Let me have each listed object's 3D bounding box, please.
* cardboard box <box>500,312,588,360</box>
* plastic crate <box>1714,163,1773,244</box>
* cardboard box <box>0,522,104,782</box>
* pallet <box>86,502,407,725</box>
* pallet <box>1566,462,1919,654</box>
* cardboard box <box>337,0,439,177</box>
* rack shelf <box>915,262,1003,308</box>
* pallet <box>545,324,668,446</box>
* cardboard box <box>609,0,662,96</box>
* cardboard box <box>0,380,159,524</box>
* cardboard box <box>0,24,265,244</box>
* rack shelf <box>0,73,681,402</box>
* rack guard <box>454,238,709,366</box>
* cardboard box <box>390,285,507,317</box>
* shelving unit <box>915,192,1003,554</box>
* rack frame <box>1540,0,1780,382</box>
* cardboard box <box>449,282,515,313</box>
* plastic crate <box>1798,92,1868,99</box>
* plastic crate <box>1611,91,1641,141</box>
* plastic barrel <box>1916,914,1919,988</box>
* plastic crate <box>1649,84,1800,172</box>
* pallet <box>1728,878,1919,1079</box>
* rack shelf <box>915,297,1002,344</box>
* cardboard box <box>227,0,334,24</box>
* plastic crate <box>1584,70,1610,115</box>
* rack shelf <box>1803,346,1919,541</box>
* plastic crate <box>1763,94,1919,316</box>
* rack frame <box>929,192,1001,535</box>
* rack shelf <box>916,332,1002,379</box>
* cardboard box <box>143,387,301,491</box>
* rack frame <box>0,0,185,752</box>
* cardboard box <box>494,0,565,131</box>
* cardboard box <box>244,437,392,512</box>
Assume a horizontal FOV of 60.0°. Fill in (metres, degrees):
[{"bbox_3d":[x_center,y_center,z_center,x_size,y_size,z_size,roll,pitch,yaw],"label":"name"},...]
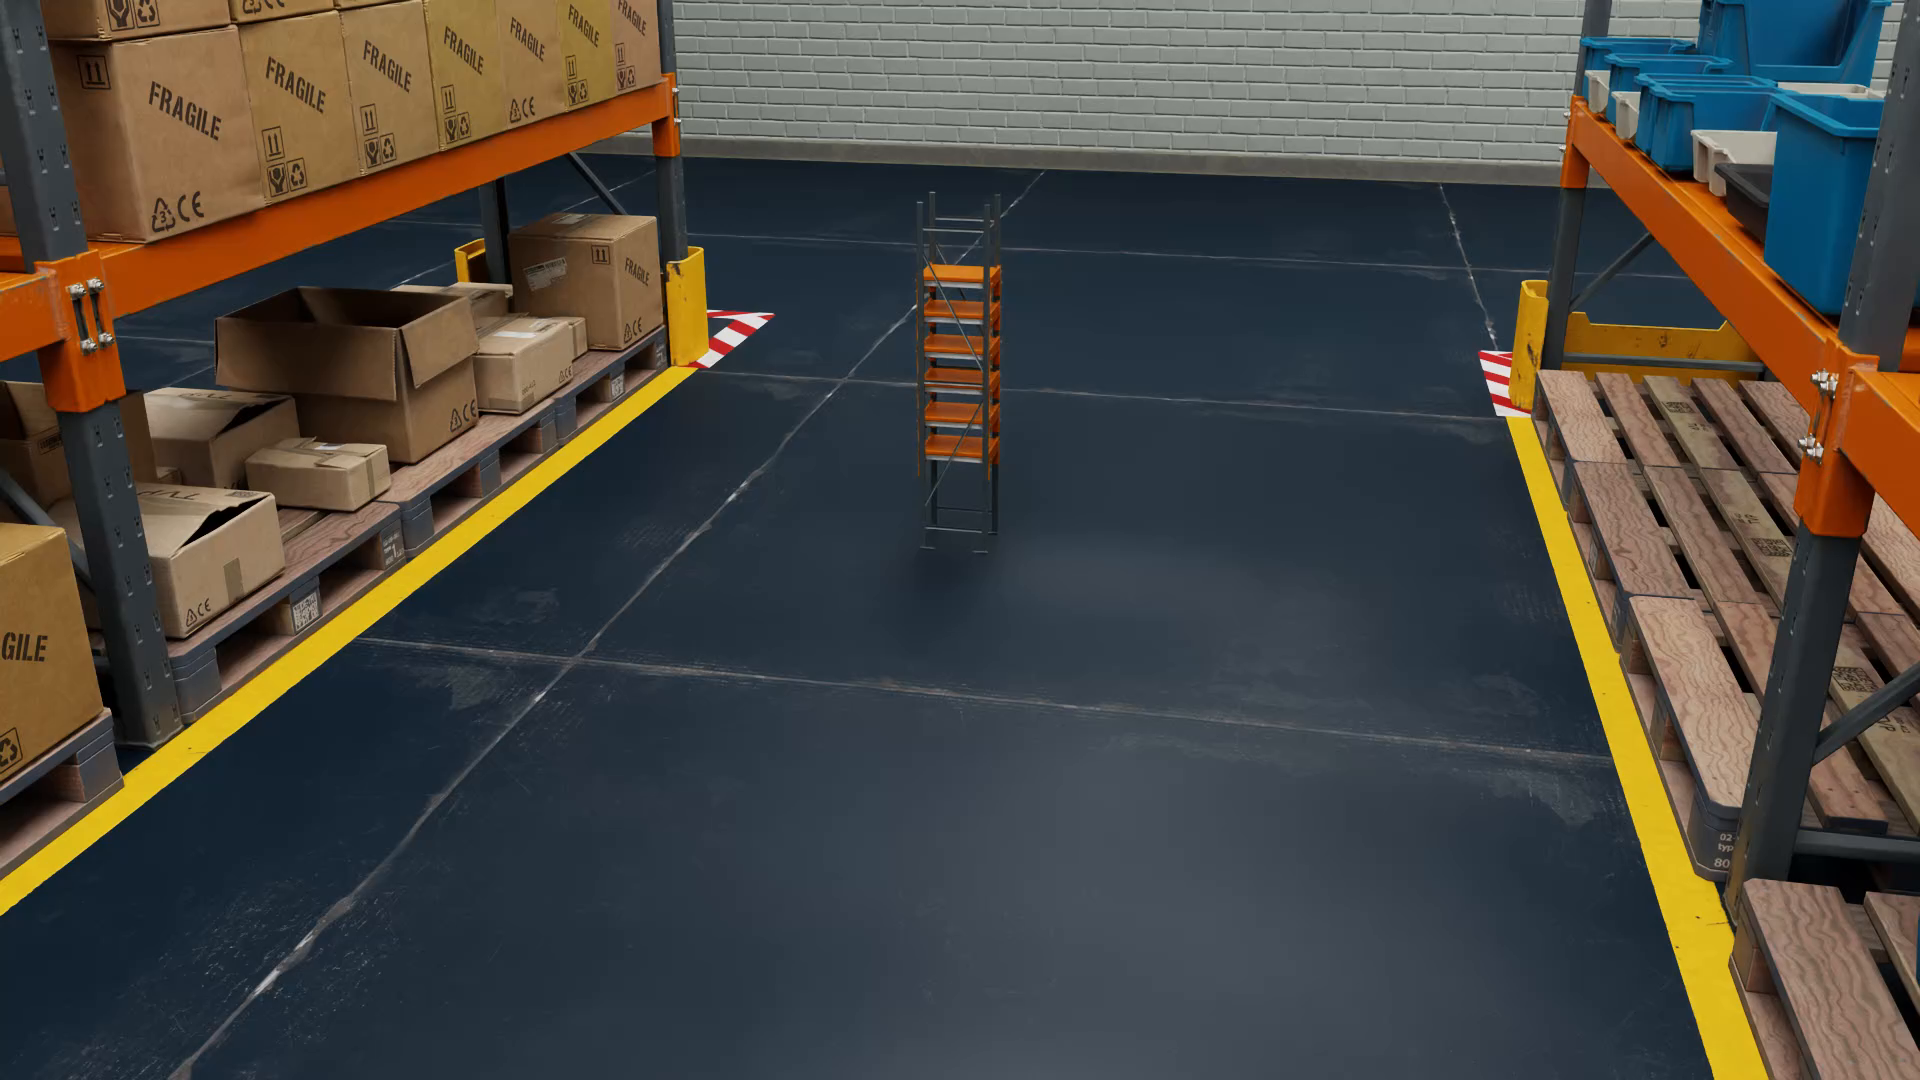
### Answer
[{"bbox_3d":[-1.852,-0.879,7.225,0.380,0.166,0.250,4,22,11],"label":"cardboard box"},{"bbox_3d":[2.187,-0.836,4.203,0.437,0.125,0.590,4,22,11],"label":"plastic crate"},{"bbox_3d":[-2.447,0.273,3.919,0.500,0.500,0.500,4,22,11],"label":"cardboard box"},{"bbox_3d":[-2.486,0.157,5.181,1.003,0.211,1.213,4,22,11],"label":"pallet"},{"bbox_3d":[2.580,0.068,5.403,1.003,0.211,1.213,4,22,11],"label":"pallet"},{"bbox_3d":[-2.051,-1.468,5.348,0.500,0.500,0.500,4,22,11],"label":"cardboard box"},{"bbox_3d":[-0.003,-0.844,5.498,0.258,0.103,0.180,4,22,11],"label":"rack shelf"},{"bbox_3d":[-1.988,-0.735,7.397,1.003,0.211,1.213,4,22,11],"label":"pallet"},{"bbox_3d":[-1.636,-2.210,7.192,0.500,0.500,0.500,5,23,13],"label":"cardboard box"},{"bbox_3d":[-2.789,-0.160,4.992,0.500,0.500,0.500,4,22,11],"label":"cardboard box"},{"bbox_3d":[-2.256,-1.097,4.429,0.500,0.500,0.500,5,22,12],"label":"cardboard box"},{"bbox_3d":[-2.219,-1.283,5.987,1.077,0.370,4.000,4,22,11],"label":"rack shelf"},{"bbox_3d":[-1.827,-1.161,8.067,1.175,0.500,0.348,4,22,11],"label":"rack guard"},{"bbox_3d":[-2.302,-0.917,7.206,0.500,0.250,0.500,4,22,11],"label":"cardboard box"},{"bbox_3d":[-0.003,-0.551,5.616,0.258,1.200,0.189,4,22,11],"label":"shelving unit"},{"bbox_3d":[3.037,-1.969,6.728,1.000,3.000,0.127,4,22,11],"label":"rack frame"},{"bbox_3d":[-2.233,-1.103,7.804,0.380,0.149,0.250,4,22,11],"label":"cardboard box"},{"bbox_3d":[2.975,-1.458,5.731,0.396,0.136,0.243,4,22,11],"label":"plastic crate"},{"bbox_3d":[2.380,-1.450,5.712,0.250,0.136,0.298,4,22,11],"label":"plastic crate"},{"bbox_3d":[2.093,0.470,2.918,0.600,0.901,0.708,4,22,11],"label":"plastic barrel"},{"bbox_3d":[2.335,-1.263,5.118,0.416,0.233,0.300,4,22,11],"label":"plastic crate"},{"bbox_3d":[2.023,1.066,2.924,1.003,0.211,1.213,4,22,11],"label":"pallet"},{"bbox_3d":[-0.003,-0.733,5.543,0.258,0.103,0.180,4,22,11],"label":"rack shelf"},{"bbox_3d":[-2.151,-1.735,4.674,0.500,0.500,0.500,4,22,9],"label":"cardboard box"},{"bbox_3d":[2.518,-1.698,6.328,0.250,0.136,0.298,4,22,11],"label":"plastic crate"},{"bbox_3d":[1.813,0.559,1.414,1.077,0.370,4.000,4,22,11],"label":"rack shelf"},{"bbox_3d":[1.983,-0.723,3.576,0.392,0.384,0.575,4,22,11],"label":"plastic crate"},{"bbox_3d":[0.016,-0.585,5.699,0.240,1.200,0.006,4,22,11],"label":"rack frame"},{"bbox_3d":[-0.003,-0.621,5.588,0.258,0.103,0.180,4,22,11],"label":"rack shelf"},{"bbox_3d":[-2.636,-0.346,5.709,0.500,0.311,0.500,4,22,11],"label":"cardboard box"},{"bbox_3d":[-2.627,-0.885,4.036,1.000,3.000,0.127,4,22,11],"label":"rack frame"},{"bbox_3d":[-1.846,-1.838,6.268,0.500,0.500,0.500,5,22,11],"label":"cardboard box"},{"bbox_3d":[-2.163,-0.229,5.611,0.380,0.166,0.250,4,22,11],"label":"cardboard box"}]
